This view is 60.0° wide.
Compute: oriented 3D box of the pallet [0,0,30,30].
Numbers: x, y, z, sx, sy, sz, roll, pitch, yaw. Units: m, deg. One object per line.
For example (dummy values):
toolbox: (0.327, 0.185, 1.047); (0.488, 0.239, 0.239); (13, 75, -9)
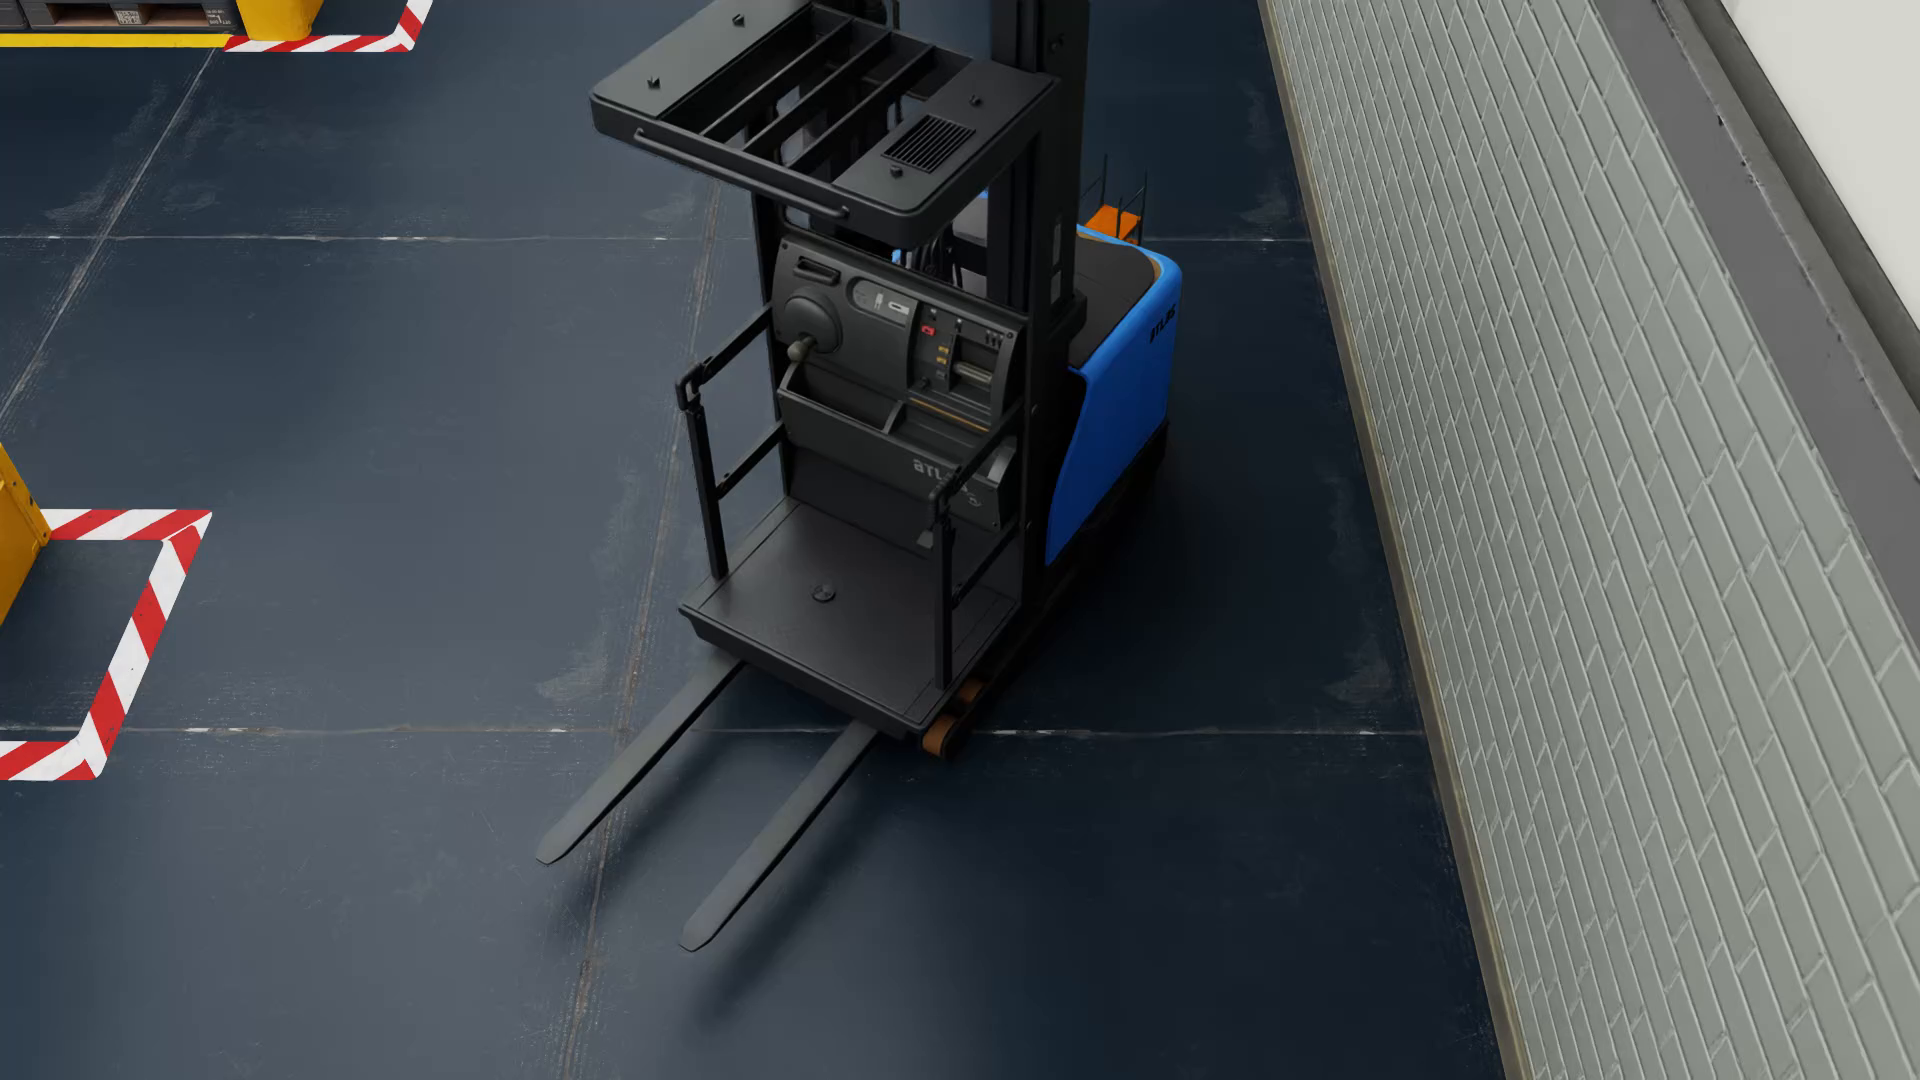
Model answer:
pallet: (-5.964, -3.370, 9.823); (1.213, 0.211, 1.003); (0, 47, 0)

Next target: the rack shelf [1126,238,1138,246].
rack shelf: (0.601, -1.153, 6.816); (0.180, 0.103, 0.258); (24, 51, 21)

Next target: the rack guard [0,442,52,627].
rack guard: (-3.917, 0.193, 6.309); (0.348, 0.500, 1.175); (0, 47, 0)

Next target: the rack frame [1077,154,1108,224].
rack frame: (0.523, -1.054, 6.992); (0.006, 1.200, 0.240); (24, 51, 21)

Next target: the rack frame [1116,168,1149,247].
rack frame: (0.678, -0.984, 6.926); (0.006, 1.200, 0.240); (24, 51, 21)

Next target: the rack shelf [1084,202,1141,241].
rack shelf: (0.601, -1.235, 6.728); (0.180, 0.103, 0.258); (24, 51, 21)

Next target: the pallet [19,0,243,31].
pallet: (-4.747, -3.364, 9.818); (1.213, 0.211, 1.003); (0, 47, 0)

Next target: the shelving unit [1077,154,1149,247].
shelving unit: (0.600, -1.019, 6.959); (0.189, 1.200, 0.258); (24, 51, 21)

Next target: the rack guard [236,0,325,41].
rack guard: (-3.898, -3.442, 9.693); (0.348, 0.500, 1.175); (0, 47, 0)

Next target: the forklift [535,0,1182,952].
forklift: (-0.338, -0.601, 5.388); (1.130, 2.935, 3.031); (24, 52, 21)
